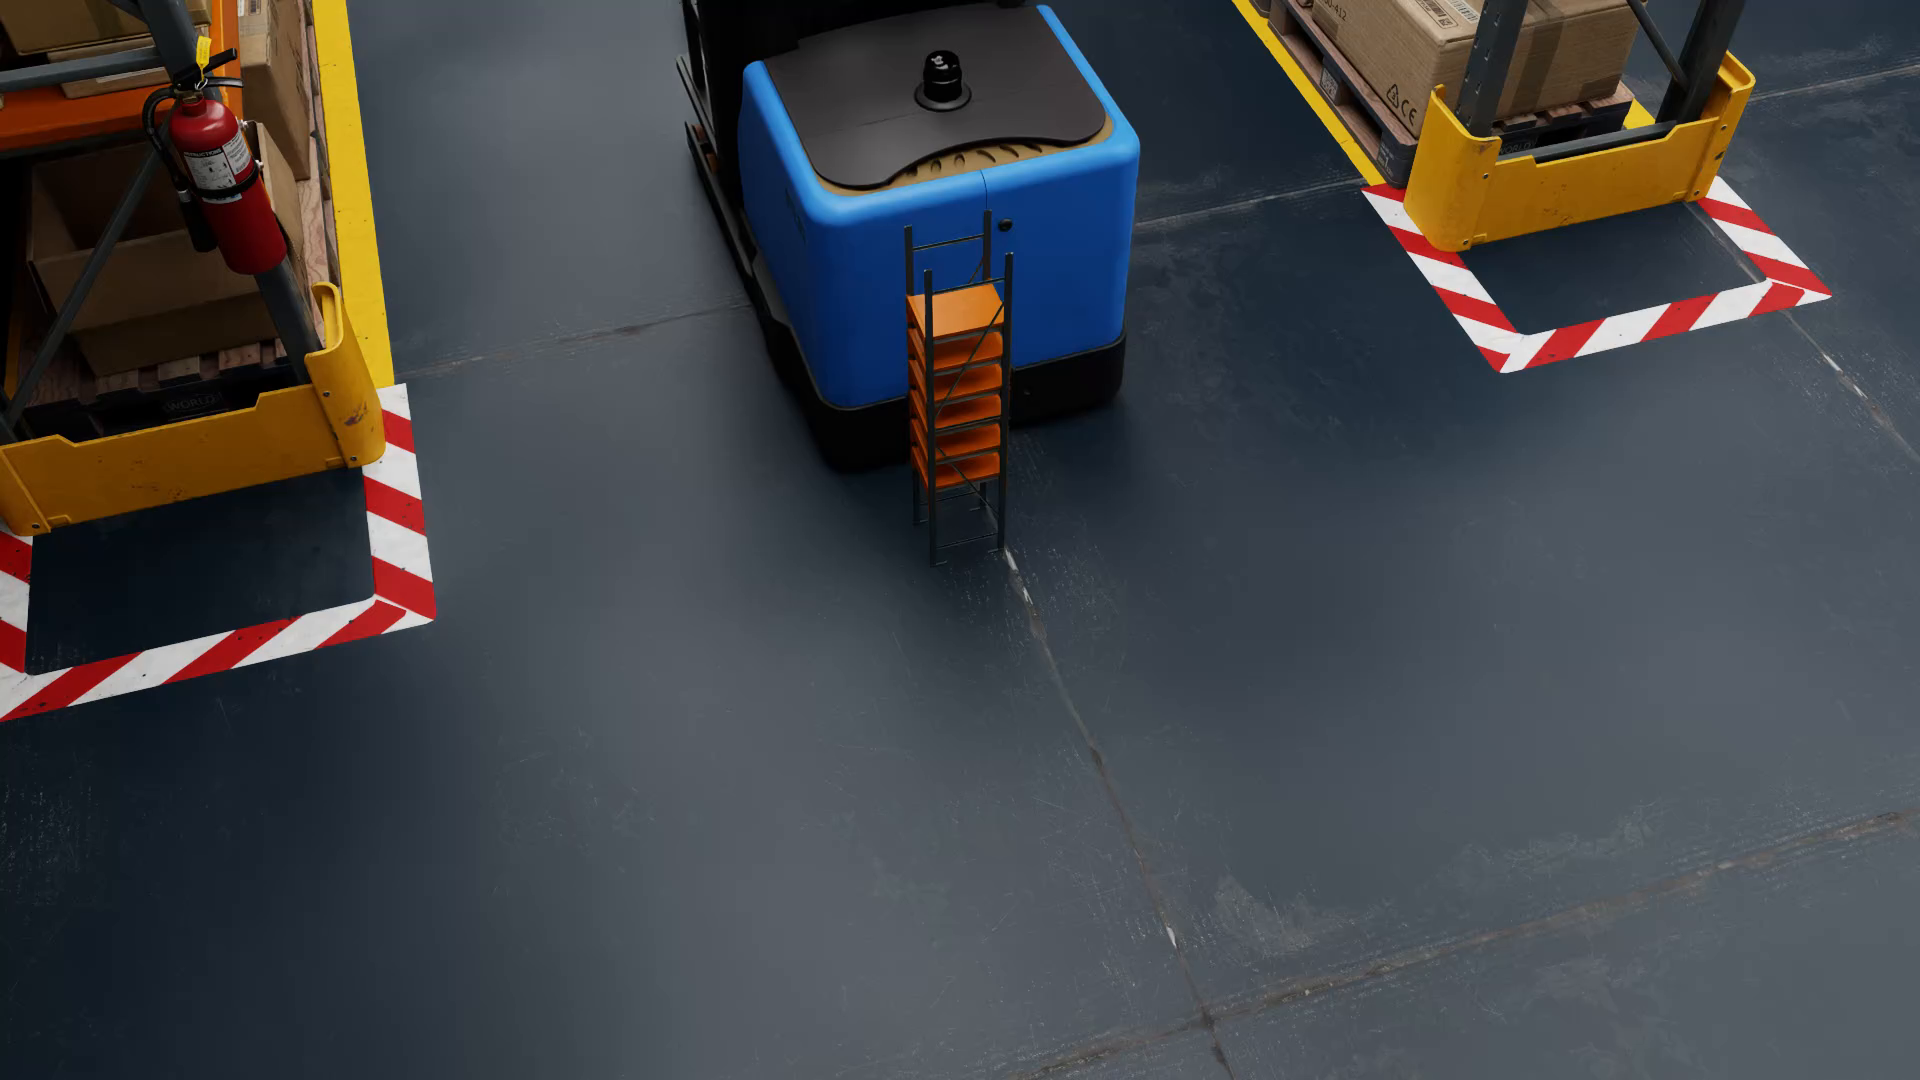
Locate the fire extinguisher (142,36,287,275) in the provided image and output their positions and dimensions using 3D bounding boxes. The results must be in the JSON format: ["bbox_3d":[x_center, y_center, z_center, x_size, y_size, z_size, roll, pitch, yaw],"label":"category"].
[{"bbox_3d":[-1.987,-1.018,4.441,0.296,0.674,0.183,-13,51,-11],"label":"fire extinguisher"}]

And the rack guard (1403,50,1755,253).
[{"bbox_3d":[2.276,-1.468,6.161,1.175,0.500,0.348,-13,51,-11],"label":"rack guard"}]

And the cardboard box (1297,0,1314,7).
[{"bbox_3d":[1.700,-2.727,6.988,0.875,0.438,0.875,-12,51,-10],"label":"cardboard box"}]

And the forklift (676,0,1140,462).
[{"bbox_3d":[-0.419,-2.352,5.316,1.130,2.935,3.031,-15,51,-12],"label":"forklift"}]

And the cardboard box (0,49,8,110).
[{"bbox_3d":[-2.826,-1.267,4.520,0.380,0.149,0.250,-14,51,-11],"label":"cardboard box"}]

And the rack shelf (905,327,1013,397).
[{"bbox_3d":[-0.004,-0.523,4.651,0.258,0.103,0.180,-13,51,-11],"label":"rack shelf"}]

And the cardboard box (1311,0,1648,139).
[{"bbox_3d":[1.978,-2.060,6.426,0.875,0.438,0.875,-15,51,-12],"label":"cardboard box"}]

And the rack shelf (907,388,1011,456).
[{"bbox_3d":[-0.004,-0.369,4.834,0.258,0.103,0.180,-13,51,-11],"label":"rack shelf"}]

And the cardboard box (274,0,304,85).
[{"bbox_3d":[-2.838,-2.006,6.339,0.500,0.500,0.500,-12,51,-10],"label":"cardboard box"}]

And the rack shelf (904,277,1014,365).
[{"bbox_3d":[-0.004,-0.601,4.559,0.258,0.103,0.180,-13,51,-11],"label":"rack shelf"}]

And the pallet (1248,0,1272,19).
[{"bbox_3d":[1.601,-2.848,7.513,1.003,0.211,1.213,-13,51,-11],"label":"pallet"}]

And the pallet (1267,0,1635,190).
[{"bbox_3d":[1.958,-1.959,6.763,1.003,0.211,1.213,-13,51,-11],"label":"pallet"}]

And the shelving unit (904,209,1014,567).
[{"bbox_3d":[-0.004,-0.397,4.800,0.258,1.200,0.189,-13,51,-11],"label":"shelving unit"}]

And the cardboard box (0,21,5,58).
[{"bbox_3d":[-2.861,-1.490,4.448,0.500,0.250,0.500,-12,51,-10],"label":"cardboard box"}]

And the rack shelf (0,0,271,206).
[{"bbox_3d":[-3.063,-2.395,5.778,1.077,0.370,4.000,-13,51,-11],"label":"rack shelf"}]

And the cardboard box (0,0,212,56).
[{"bbox_3d":[-2.348,-1.606,4.546,0.500,0.250,0.500,-13,51,-11],"label":"cardboard box"}]

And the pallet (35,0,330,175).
[{"bbox_3d":[-3.088,-1.794,6.625,1.003,0.211,1.213,-13,51,-11],"label":"pallet"}]

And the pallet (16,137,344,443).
[{"bbox_3d":[-2.731,-0.905,5.875,1.003,0.211,1.213,-13,51,-11],"label":"pallet"}]

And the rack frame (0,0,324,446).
[{"bbox_3d":[-2.472,-1.166,4.271,1.000,3.000,0.127,-13,51,-11],"label":"rack frame"}]

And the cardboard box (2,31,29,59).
[{"bbox_3d":[-2.842,-1.466,4.688,0.380,0.149,0.250,-12,51,-10],"label":"cardboard box"}]

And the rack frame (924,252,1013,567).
[{"bbox_3d":[0.023,-0.330,4.744,0.240,1.200,0.006,-13,51,-11],"label":"rack frame"}]

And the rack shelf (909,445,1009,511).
[{"bbox_3d":[-0.004,-0.214,5.018,0.258,0.103,0.180,-13,51,-11],"label":"rack shelf"}]

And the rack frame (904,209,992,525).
[{"bbox_3d":[-0.031,-0.464,4.857,0.240,1.200,0.006,-13,51,-11],"label":"rack frame"}]

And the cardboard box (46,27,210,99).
[{"bbox_3d":[-2.307,-1.388,4.622,0.380,0.149,0.250,-14,51,-11],"label":"cardboard box"}]

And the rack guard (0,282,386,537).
[{"bbox_3d":[-2.494,-0.416,5.274,1.175,0.500,0.348,-13,51,-11],"label":"rack guard"}]

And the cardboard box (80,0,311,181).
[{"bbox_3d":[-2.778,-1.597,5.995,0.700,0.500,0.500,-11,51,-9],"label":"cardboard box"}]

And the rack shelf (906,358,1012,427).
[{"bbox_3d":[-0.004,-0.446,4.742,0.258,0.103,0.180,-13,51,-11],"label":"rack shelf"}]

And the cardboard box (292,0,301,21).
[{"bbox_3d":[-3.085,-2.355,6.634,0.700,0.500,0.500,-15,52,-12],"label":"cardboard box"}]

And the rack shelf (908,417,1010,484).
[{"bbox_3d":[-0.004,-0.291,4.926,0.258,0.103,0.180,-13,51,-11],"label":"rack shelf"}]

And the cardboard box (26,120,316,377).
[{"bbox_3d":[-2.562,-0.965,5.460,0.797,0.503,0.637,-15,52,-12],"label":"cardboard box"}]

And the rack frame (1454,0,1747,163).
[{"bbox_3d":[2.269,-2.291,5.220,1.000,3.000,0.127,-13,51,-11],"label":"rack frame"}]

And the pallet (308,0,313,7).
[{"bbox_3d":[-3.452,-2.687,7.377,1.003,0.211,1.213,-13,51,-11],"label":"pallet"}]
